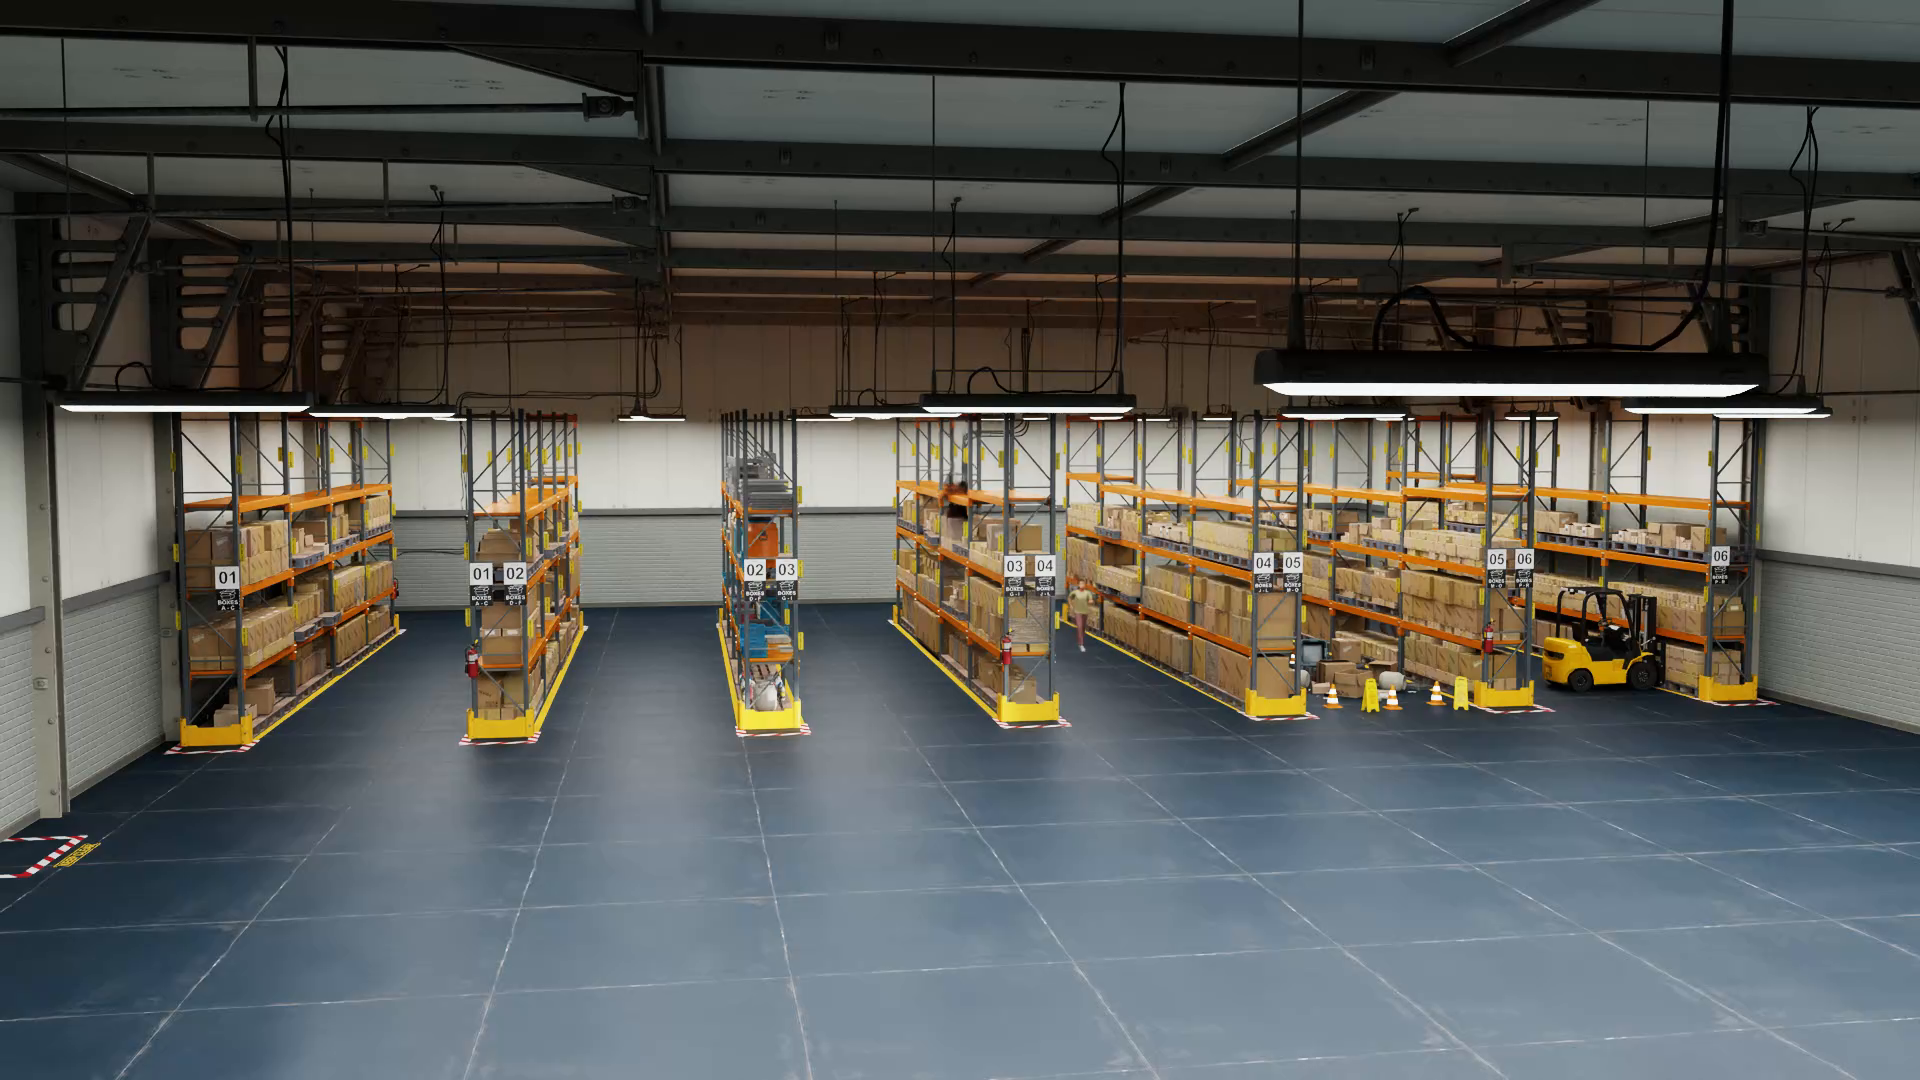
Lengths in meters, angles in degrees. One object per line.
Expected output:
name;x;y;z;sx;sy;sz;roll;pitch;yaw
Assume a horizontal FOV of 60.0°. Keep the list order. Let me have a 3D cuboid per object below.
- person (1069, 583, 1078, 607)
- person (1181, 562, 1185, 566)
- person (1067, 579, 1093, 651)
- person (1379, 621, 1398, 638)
person;3.386;1.437;49.940;0.629;1.561;0.508;-4;6;-45
person;6.720;1.418;50.370;0.791;1.636;0.578;-2;4;-21
person;2.921;1.785;39.934;0.568;1.688;0.876;-1;4;-13
person;11.090;1.865;42.896;0.641;1.770;0.740;-1;4;-14
